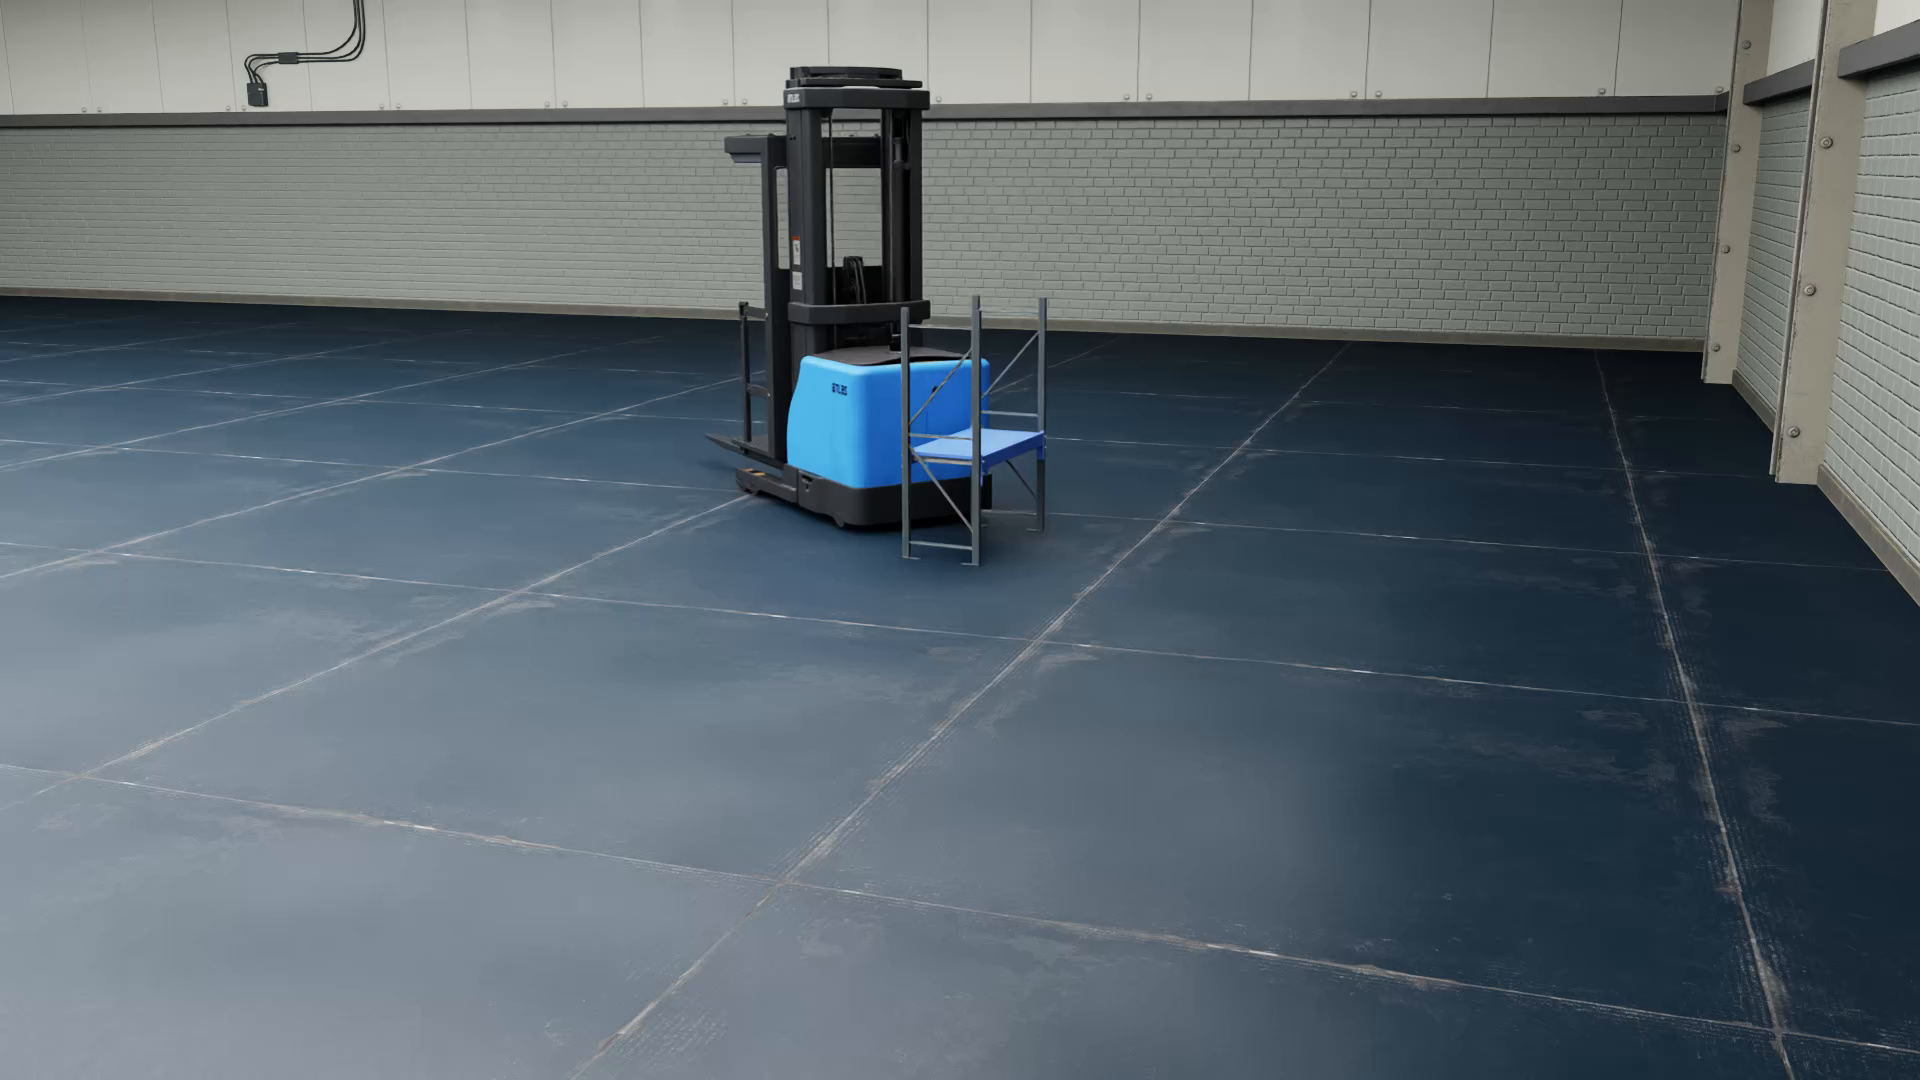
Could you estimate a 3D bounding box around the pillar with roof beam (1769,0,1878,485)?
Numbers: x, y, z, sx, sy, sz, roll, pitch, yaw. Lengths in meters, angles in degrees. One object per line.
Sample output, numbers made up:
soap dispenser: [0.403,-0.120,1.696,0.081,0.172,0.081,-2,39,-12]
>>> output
pillar with roof beam: [2.206,-5.157,12.858,9.100,9.000,0.400,4,14,18]

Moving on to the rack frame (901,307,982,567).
rack frame: [-0.110,-0.598,9.739,0.500,1.500,0.032,6,14,24]

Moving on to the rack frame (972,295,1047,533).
rack frame: [0.310,-0.804,10.641,0.500,1.500,0.032,6,14,24]

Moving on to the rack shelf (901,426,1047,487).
rack shelf: [0.100,-0.526,10.230,0.538,0.185,1.000,6,14,24]

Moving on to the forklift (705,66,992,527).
forklift: [-0.967,-1.792,11.753,1.130,2.935,3.031,-7,15,-29]

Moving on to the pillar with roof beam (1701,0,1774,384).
pillar with roof beam: [4.148,-6.420,18.393,9.100,9.000,0.400,4,14,18]

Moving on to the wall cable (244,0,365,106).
wall cable: [-10.402,-9.874,25.884,2.305,6.003,0.169,4,14,18]

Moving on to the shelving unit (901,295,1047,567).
shelving unit: [0.100,-0.701,10.190,0.538,1.500,1.048,6,14,24]
